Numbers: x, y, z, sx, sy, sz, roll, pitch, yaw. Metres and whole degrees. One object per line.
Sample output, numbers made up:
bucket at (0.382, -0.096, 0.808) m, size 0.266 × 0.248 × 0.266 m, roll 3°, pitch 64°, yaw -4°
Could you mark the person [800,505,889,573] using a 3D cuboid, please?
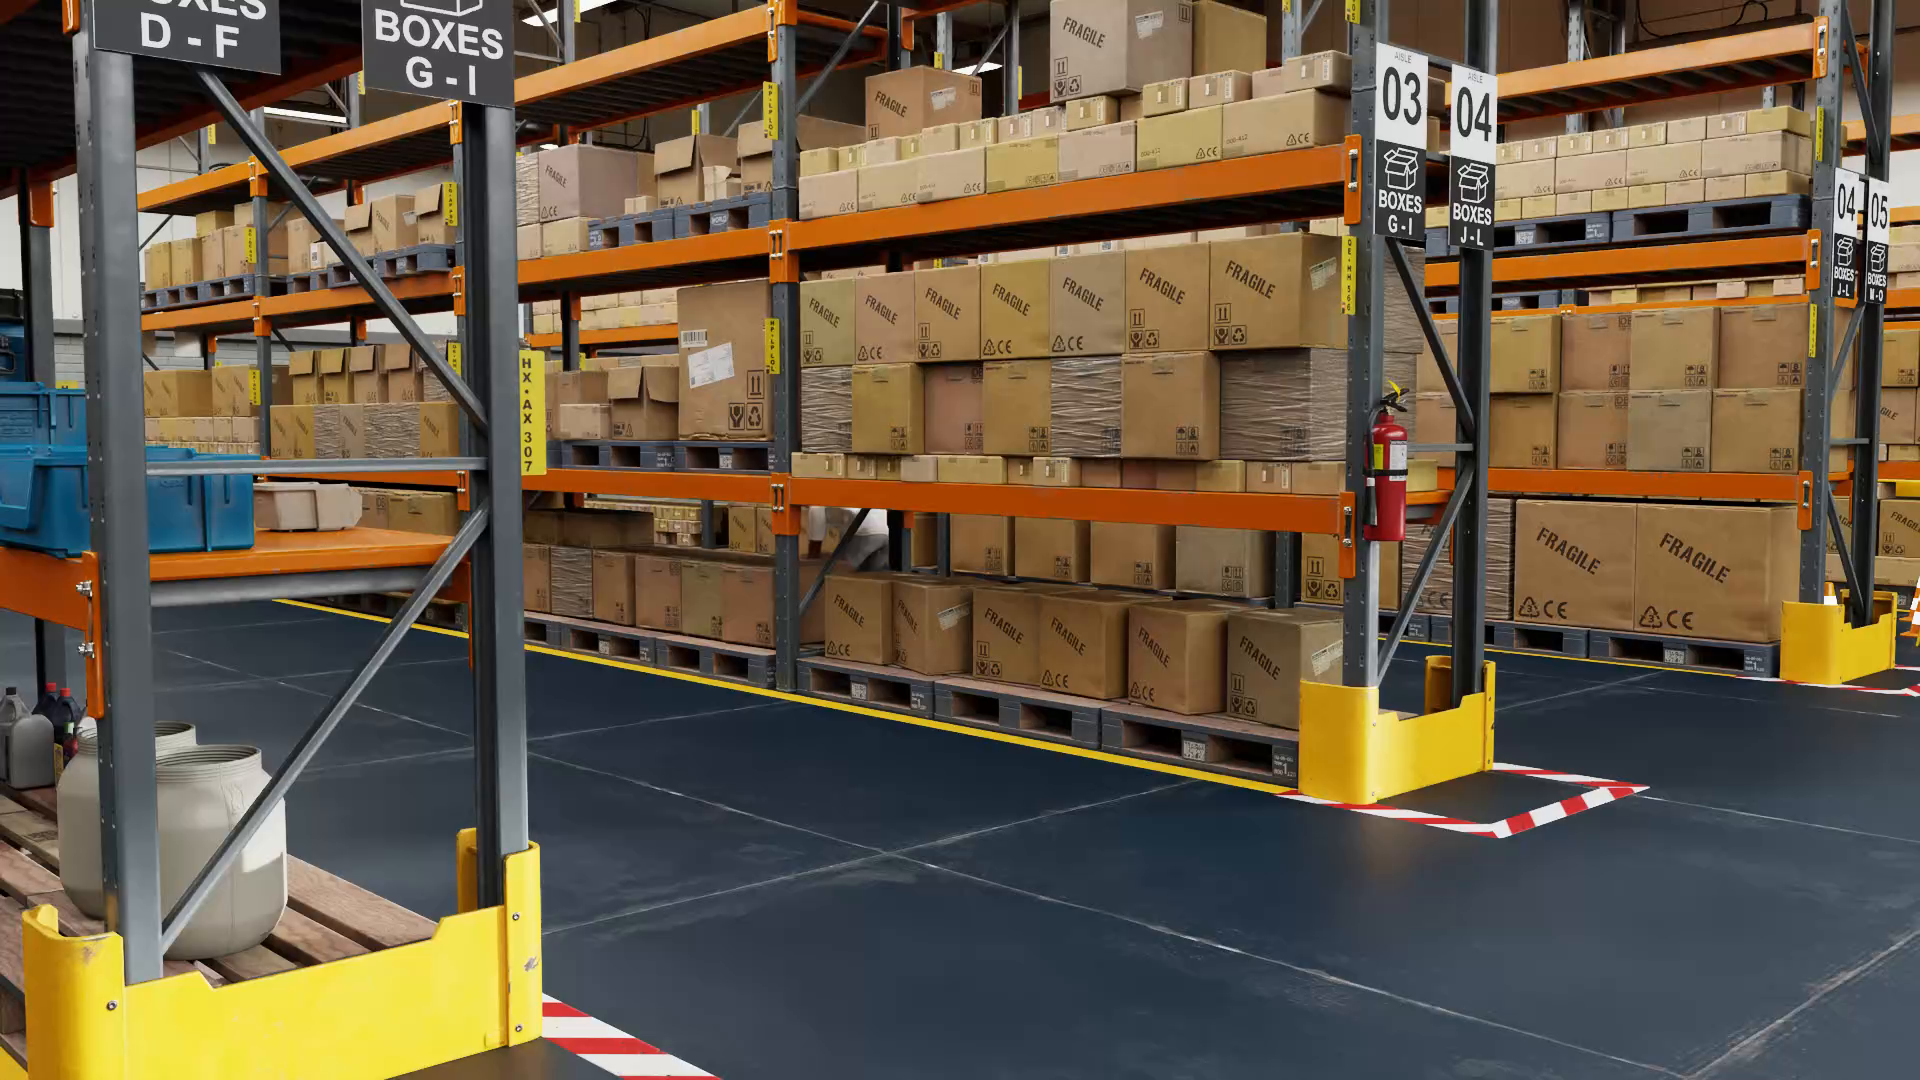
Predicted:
person at (-0.878, 0.123, 12.519) m, size 0.939 × 1.258 × 0.497 m, roll 3°, pitch 5°, yaw 40°
